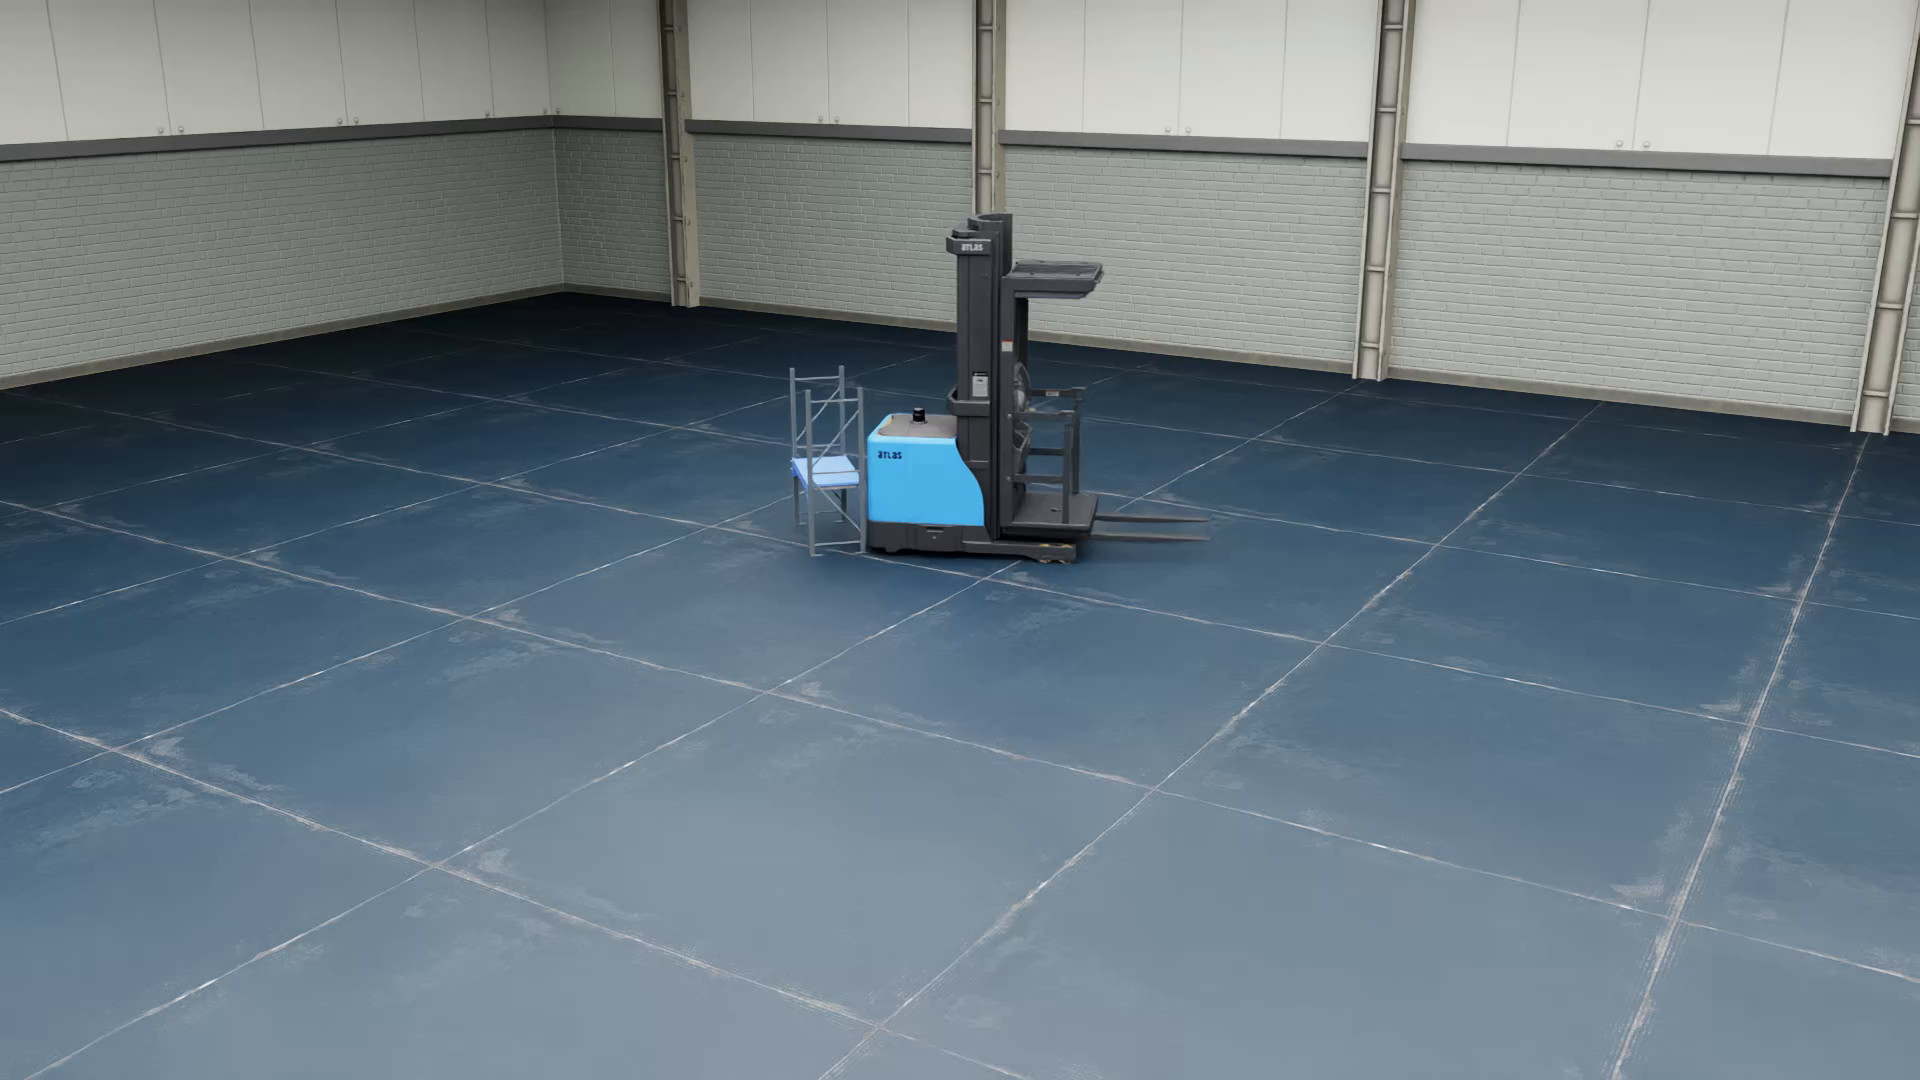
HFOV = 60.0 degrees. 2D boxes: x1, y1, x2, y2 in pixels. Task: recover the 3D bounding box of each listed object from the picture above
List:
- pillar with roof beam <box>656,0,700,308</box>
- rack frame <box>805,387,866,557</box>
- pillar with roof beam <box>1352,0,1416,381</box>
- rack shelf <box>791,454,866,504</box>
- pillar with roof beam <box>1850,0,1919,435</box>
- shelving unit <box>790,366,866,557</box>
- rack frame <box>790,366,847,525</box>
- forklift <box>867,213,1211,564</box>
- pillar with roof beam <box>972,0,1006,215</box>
[{"bbox_3d":[-6.942,-7.255,23.652,0.400,9.000,9.100,10,20,30],"label":"pillar with roof beam"},{"bbox_3d":[-1.091,-0.590,14.610,0.500,1.500,0.032,-4,17,-13],"label":"rack frame"},{"bbox_3d":[3.284,-5.430,17.643,0.400,9.000,9.100,10,20,30],"label":"pillar with roof beam"},{"bbox_3d":[-1.206,-0.561,15.136,0.538,0.185,1.000,-4,17,-13],"label":"rack shelf"},{"bbox_3d":[8.396,-4.517,14.638,0.400,9.000,9.100,10,20,30],"label":"pillar with roof beam"},{"bbox_3d":[-1.206,-0.733,15.084,0.538,1.500,1.048,-4,17,-13],"label":"shelving unit"},{"bbox_3d":[-1.322,-0.877,15.558,0.500,1.500,0.032,-4,17,-13],"label":"rack frame"},{"bbox_3d":[0.735,-1.356,14.670,3.031,2.935,1.130,3,17,8],"label":"forklift"},{"bbox_3d":[-1.829,-6.343,20.647,0.400,9.000,9.100,10,20,30],"label":"pillar with roof beam"}]
